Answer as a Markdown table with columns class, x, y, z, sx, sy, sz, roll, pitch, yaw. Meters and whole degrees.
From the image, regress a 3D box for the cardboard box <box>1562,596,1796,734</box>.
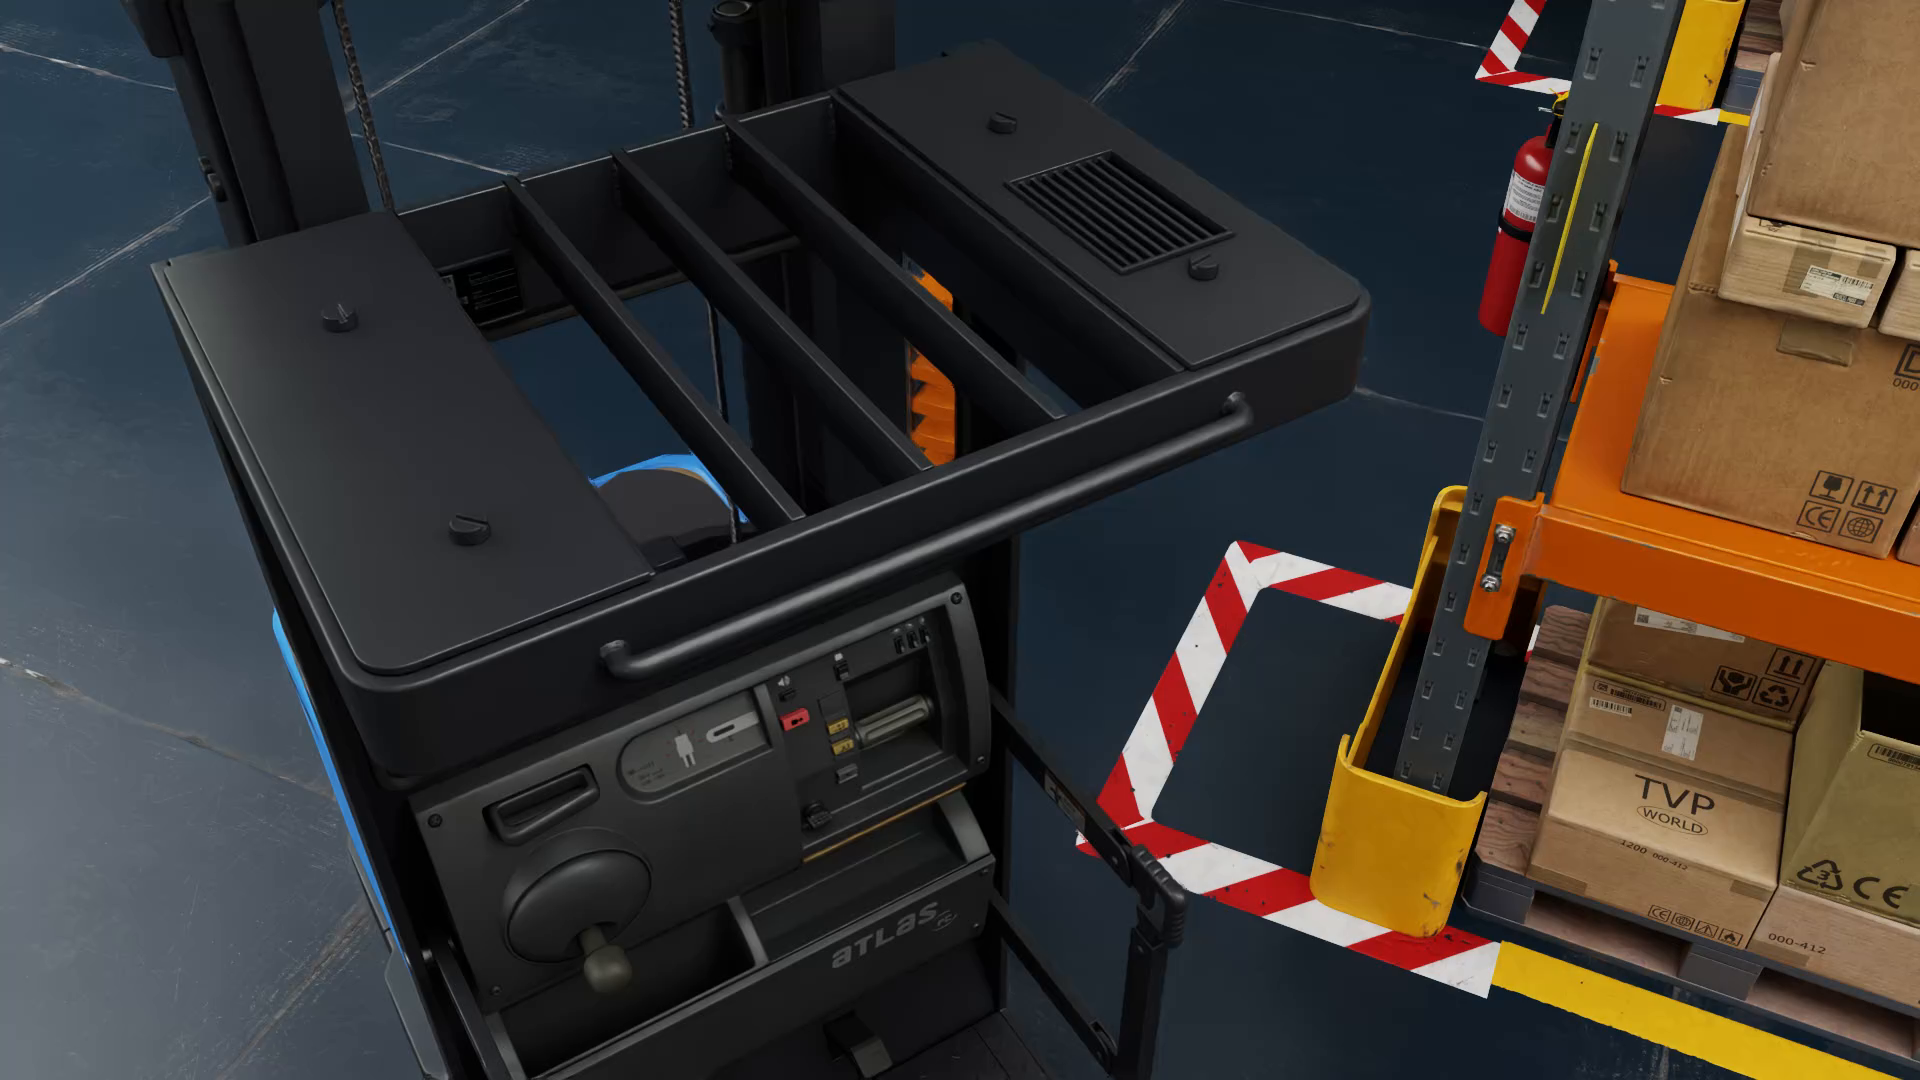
| class | x | y | z | sx | sy | sz | roll | pitch | yaw |
| --- | --- | --- | --- | --- | --- | --- | --- | --- | --- |
| cardboard box | 1.903 | 0.332 | 4.356 | 0.500 | 0.250 | 0.500 | 17 | 44 | 19 |

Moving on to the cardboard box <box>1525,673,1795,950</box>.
| class | x | y | z | sx | sy | sz | roll | pitch | yaw |
| --- | --- | --- | --- | --- | --- | --- | --- | --- | --- |
| cardboard box | 1.684 | 0.639 | 4.001 | 0.500 | 0.250 | 0.500 | 17 | 44 | 19 |

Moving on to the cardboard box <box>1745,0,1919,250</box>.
| class | x | y | z | sx | sy | sz | roll | pitch | yaw |
| --- | --- | --- | --- | --- | --- | --- | --- | --- | --- |
| cardboard box | 1.758 | -0.898 | 2.929 | 0.500 | 0.500 | 0.700 | 17 | 44 | 19 |

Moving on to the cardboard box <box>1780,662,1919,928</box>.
| class | x | y | z | sx | sy | sz | roll | pitch | yaw |
| --- | --- | --- | --- | --- | --- | --- | --- | --- | --- |
| cardboard box | 2.138 | 0.493 | 3.597 | 0.500 | 0.500 | 0.500 | 17 | 44 | 19 |

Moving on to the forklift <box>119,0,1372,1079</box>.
| class | x | y | z | sx | sy | sz | roll | pitch | yaw |
| --- | --- | --- | --- | --- | --- | --- | --- | --- | --- |
| forklift | -0.253 | 0.460 | 2.482 | 1.130 | 2.935 | 3.031 | -22 | 46 | -24 |

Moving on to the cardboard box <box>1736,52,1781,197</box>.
| class | x | y | z | sx | sy | sz | roll | pitch | yaw |
| --- | --- | --- | --- | --- | --- | --- | --- | --- | --- |
| cardboard box | 1.719 | -0.812 | 3.325 | 0.250 | 0.149 | 0.380 | 16 | 44 | 18 |

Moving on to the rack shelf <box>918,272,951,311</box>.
| class | x | y | z | sx | sy | sz | roll | pitch | yaw |
| --- | --- | --- | --- | --- | --- | --- | --- | --- | --- |
| rack shelf | -0.013 | -0.696 | 4.655 | 0.180 | 0.103 | 0.258 | 17 | 44 | 19 |

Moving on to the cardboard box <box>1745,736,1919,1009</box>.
| class | x | y | z | sx | sy | sz | roll | pitch | yaw |
| --- | --- | --- | --- | --- | --- | --- | --- | --- | --- |
| cardboard box | 2.139 | 0.776 | 3.844 | 0.500 | 0.250 | 0.500 | 17 | 44 | 19 |

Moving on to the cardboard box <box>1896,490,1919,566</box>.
| class | x | y | z | sx | sy | sz | roll | pitch | yaw |
| --- | --- | --- | --- | --- | --- | --- | --- | --- | --- |
| cardboard box | 2.188 | -0.280 | 3.206 | 0.500 | 0.500 | 0.700 | 18 | 44 | 20 |

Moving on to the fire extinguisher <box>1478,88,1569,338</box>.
| class | x | y | z | sx | sy | sz | roll | pitch | yaw |
| --- | --- | --- | --- | --- | --- | --- | --- | --- | --- |
| fire extinguisher | 1.382 | -0.801 | 3.943 | 0.183 | 0.674 | 0.296 | 17 | 44 | 19 |

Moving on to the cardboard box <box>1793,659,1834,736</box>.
| class | x | y | z | sx | sy | sz | roll | pitch | yaw |
| --- | --- | --- | --- | --- | --- | --- | --- | --- | --- |
| cardboard box | 2.362 | 0.463 | 4.204 | 0.500 | 0.250 | 0.500 | 17 | 44 | 19 |

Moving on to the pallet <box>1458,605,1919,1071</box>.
| class | x | y | z | sx | sy | sz | roll | pitch | yaw |
| --- | --- | --- | --- | --- | --- | --- | --- | --- | --- |
| pallet | 2.003 | 0.719 | 4.259 | 1.213 | 0.211 | 1.003 | 17 | 44 | 19 |

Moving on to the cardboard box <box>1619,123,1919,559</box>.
| class | x | y | z | sx | sy | sz | roll | pitch | yaw |
| --- | --- | --- | --- | --- | --- | --- | --- | --- | --- |
| cardboard box | 1.710 | -0.423 | 3.371 | 0.500 | 0.500 | 0.700 | 17 | 44 | 19 |

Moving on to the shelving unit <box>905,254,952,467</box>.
| class | x | y | z | sx | sy | sz | roll | pitch | yaw |
| --- | --- | --- | --- | --- | --- | --- | --- | --- | --- |
| shelving unit | -0.013 | -0.457 | 4.862 | 0.189 | 1.200 | 0.258 | 17 | 44 | 19 |

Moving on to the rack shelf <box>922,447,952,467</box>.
| class | x | y | z | sx | sy | sz | roll | pitch | yaw |
| --- | --- | --- | --- | --- | --- | --- | --- | --- | --- |
| rack shelf | -0.013 | -0.242 | 5.048 | 0.180 | 0.103 | 0.258 | 17 | 44 | 19 |

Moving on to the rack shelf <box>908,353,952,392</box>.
| class | x | y | z | sx | sy | sz | roll | pitch | yaw |
| --- | --- | --- | --- | --- | --- | --- | --- | --- | --- |
| rack shelf | -0.013 | -0.514 | 4.812 | 0.180 | 0.103 | 0.258 | 17 | 44 | 19 |

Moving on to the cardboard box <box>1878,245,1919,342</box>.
| class | x | y | z | sx | sy | sz | roll | pitch | yaw |
| --- | --- | --- | --- | --- | --- | --- | --- | --- | --- |
| cardboard box | 1.797 | -0.497 | 2.961 | 0.250 | 0.149 | 0.380 | 16 | 43 | 18 |

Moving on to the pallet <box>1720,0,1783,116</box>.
| class | x | y | z | sx | sy | sz | roll | pitch | yaw |
| --- | --- | --- | --- | --- | --- | --- | --- | --- | --- |
| pallet | 4.174 | -2.142 | 7.560 | 1.213 | 0.211 | 1.003 | 17 | 44 | 19 |

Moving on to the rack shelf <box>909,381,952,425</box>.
| class | x | y | z | sx | sy | sz | roll | pitch | yaw |
| --- | --- | --- | --- | --- | --- | --- | --- | --- | --- |
| rack shelf | -0.013 | -0.424 | 4.891 | 0.180 | 0.103 | 0.258 | 17 | 44 | 19 |

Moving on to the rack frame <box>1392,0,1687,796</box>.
| class | x | y | z | sx | sy | sz | roll | pitch | yaw |
| --- | --- | --- | --- | --- | --- | --- | --- | --- | --- |
| rack frame | 1.292 | -0.522 | 3.562 | 0.127 | 3.000 | 1.000 | 17 | 44 | 19 |

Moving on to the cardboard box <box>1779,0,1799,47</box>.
| class | x | y | z | sx | sy | sz | roll | pitch | yaw |
| --- | --- | --- | --- | --- | --- | --- | --- | --- | --- |
| cardboard box | 3.973 | -2.368 | 7.409 | 0.500 | 0.311 | 0.500 | 12 | 42 | 14 |

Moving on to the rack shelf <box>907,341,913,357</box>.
| class | x | y | z | sx | sy | sz | roll | pitch | yaw |
| --- | --- | --- | --- | --- | --- | --- | --- | --- | --- |
| rack shelf | -0.013 | -0.605 | 4.734 | 0.180 | 0.103 | 0.258 | 17 | 44 | 19 |

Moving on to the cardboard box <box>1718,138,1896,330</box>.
| class | x | y | z | sx | sy | sz | roll | pitch | yaw |
| --- | --- | --- | --- | --- | --- | --- | --- | --- | --- |
| cardboard box | 1.557 | -0.568 | 3.044 | 0.250 | 0.149 | 0.380 | 17 | 44 | 18 |

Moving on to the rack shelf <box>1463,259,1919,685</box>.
| class | x | y | z | sx | sy | sz | roll | pitch | yaw |
| --- | --- | --- | --- | --- | --- | --- | --- | --- | --- |
| rack shelf | 3.105 | 0.304 | 3.158 | 4.000 | 0.370 | 1.077 | 17 | 44 | 19 |

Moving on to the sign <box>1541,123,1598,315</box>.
| class | x | y | z | sx | sy | sz | roll | pitch | yaw |
| --- | --- | --- | --- | --- | --- | --- | --- | --- | --- |
| sign | 1.052 | -0.551 | 2.874 | 0.005 | 0.325 | 0.100 | 17 | 44 | 19 |

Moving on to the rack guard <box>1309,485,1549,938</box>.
| class | x | y | z | sx | sy | sz | roll | pitch | yaw |
| --- | --- | --- | --- | --- | --- | --- | --- | --- | --- |
| rack guard | 1.271 | 0.416 | 4.388 | 0.348 | 0.500 | 1.175 | 17 | 44 | 19 |

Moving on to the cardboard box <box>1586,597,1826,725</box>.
| class | x | y | z | sx | sy | sz | roll | pitch | yaw |
| --- | --- | --- | --- | --- | --- | --- | --- | --- | --- |
| cardboard box | 1.904 | 0.047 | 4.111 | 0.500 | 0.500 | 0.500 | 17 | 44 | 19 |

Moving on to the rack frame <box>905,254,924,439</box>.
| class | x | y | z | sx | sy | sz | roll | pitch | yaw |
| --- | --- | --- | --- | --- | --- | --- | --- | --- | --- |
| rack frame | -0.096 | -0.483 | 4.891 | 0.006 | 1.200 | 0.240 | 17 | 44 | 19 |

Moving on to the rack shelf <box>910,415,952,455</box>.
| class | x | y | z | sx | sy | sz | roll | pitch | yaw |
| --- | --- | --- | --- | --- | --- | --- | --- | --- | --- |
| rack shelf | -0.013 | -0.333 | 4.969 | 0.180 | 0.103 | 0.258 | 17 | 44 | 19 |

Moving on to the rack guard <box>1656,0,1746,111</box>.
| class | x | y | z | sx | sy | sz | roll | pitch | yaw |
| --- | --- | --- | --- | --- | --- | --- | --- | --- | --- |
| rack guard | 3.452 | -2.497 | 7.749 | 0.348 | 0.500 | 1.175 | 17 | 44 | 19 |
